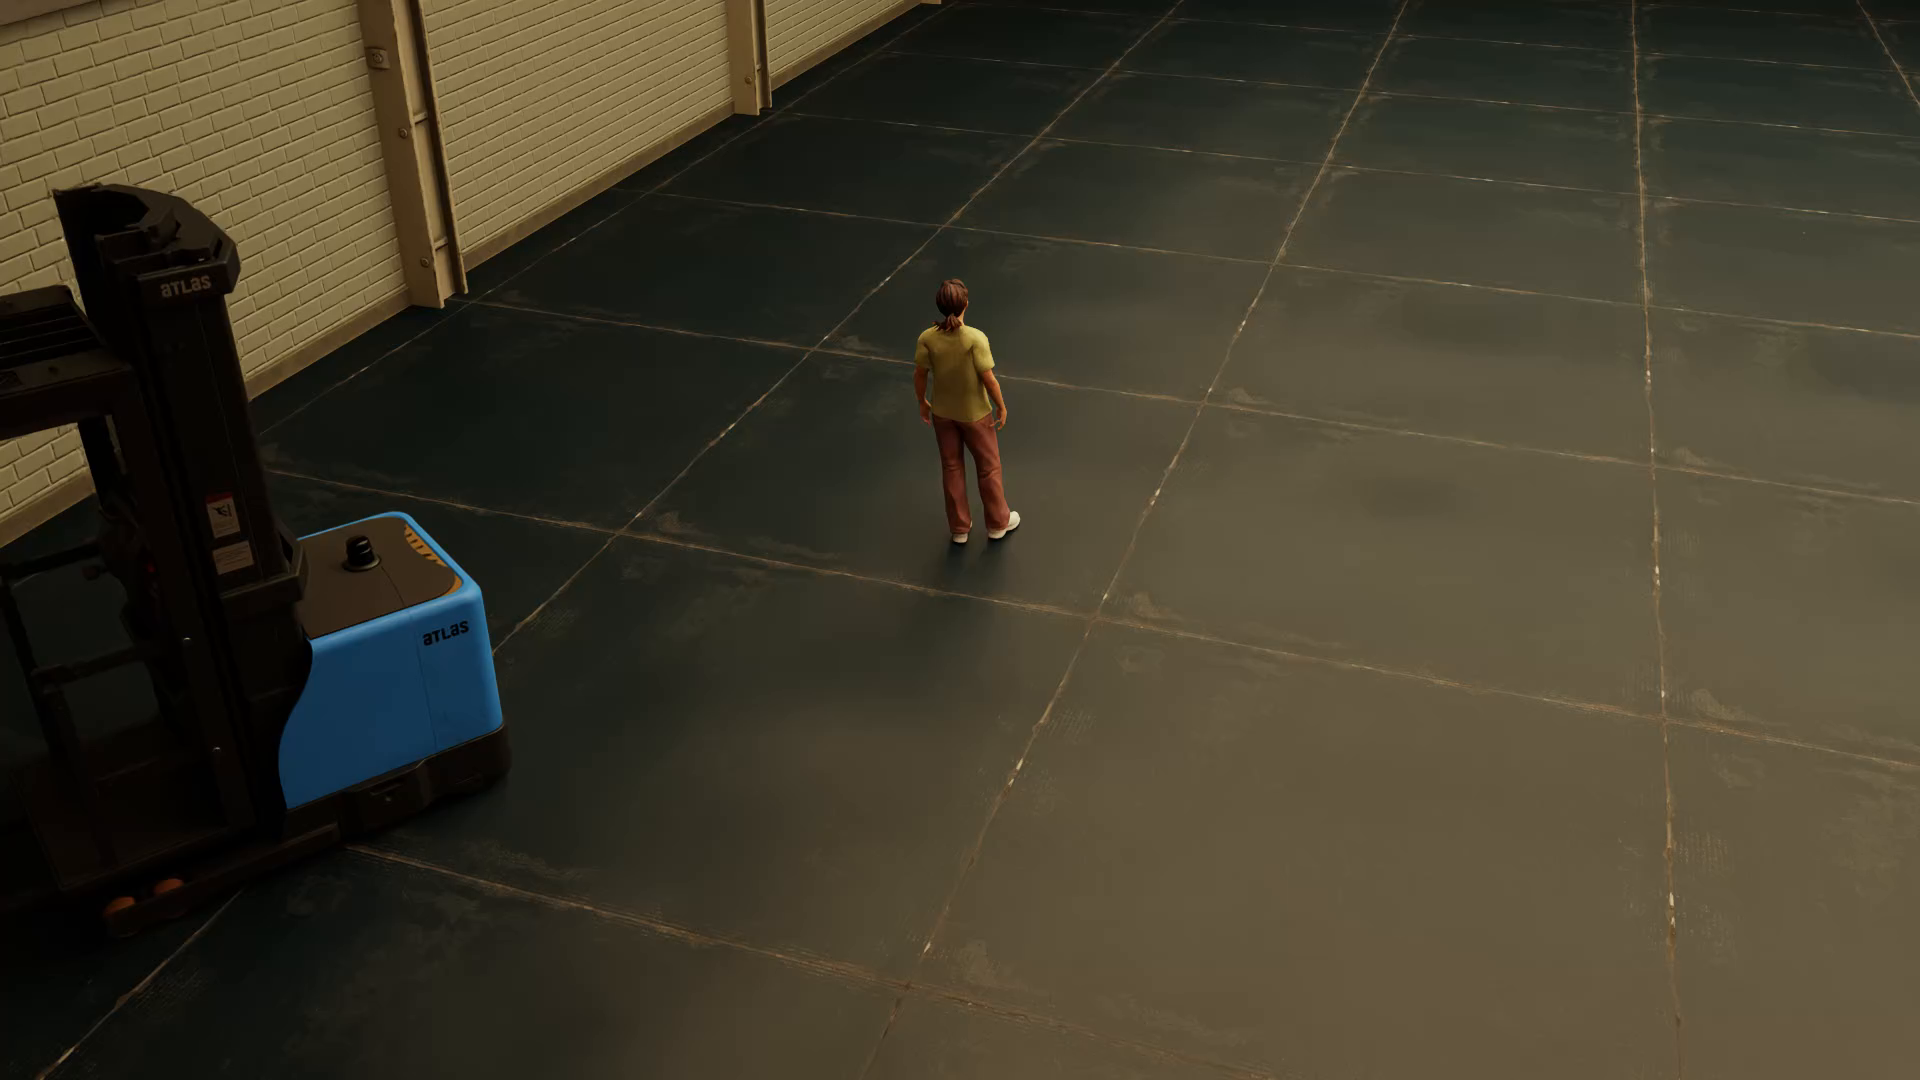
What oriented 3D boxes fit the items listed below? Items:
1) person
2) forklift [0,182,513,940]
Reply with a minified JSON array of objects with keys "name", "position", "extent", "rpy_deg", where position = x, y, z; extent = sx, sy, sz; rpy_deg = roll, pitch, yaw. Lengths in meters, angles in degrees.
[{"name":"person","position":[0.035,-0.767,9.735],"extent":[0.553,1.675,0.549],"rpy_deg":[10,31,16]},{"name":"forklift","position":[-3.650,0.128,6.912],"extent":[3.031,2.935,1.130],"rpy_deg":[-21,36,-32]}]
